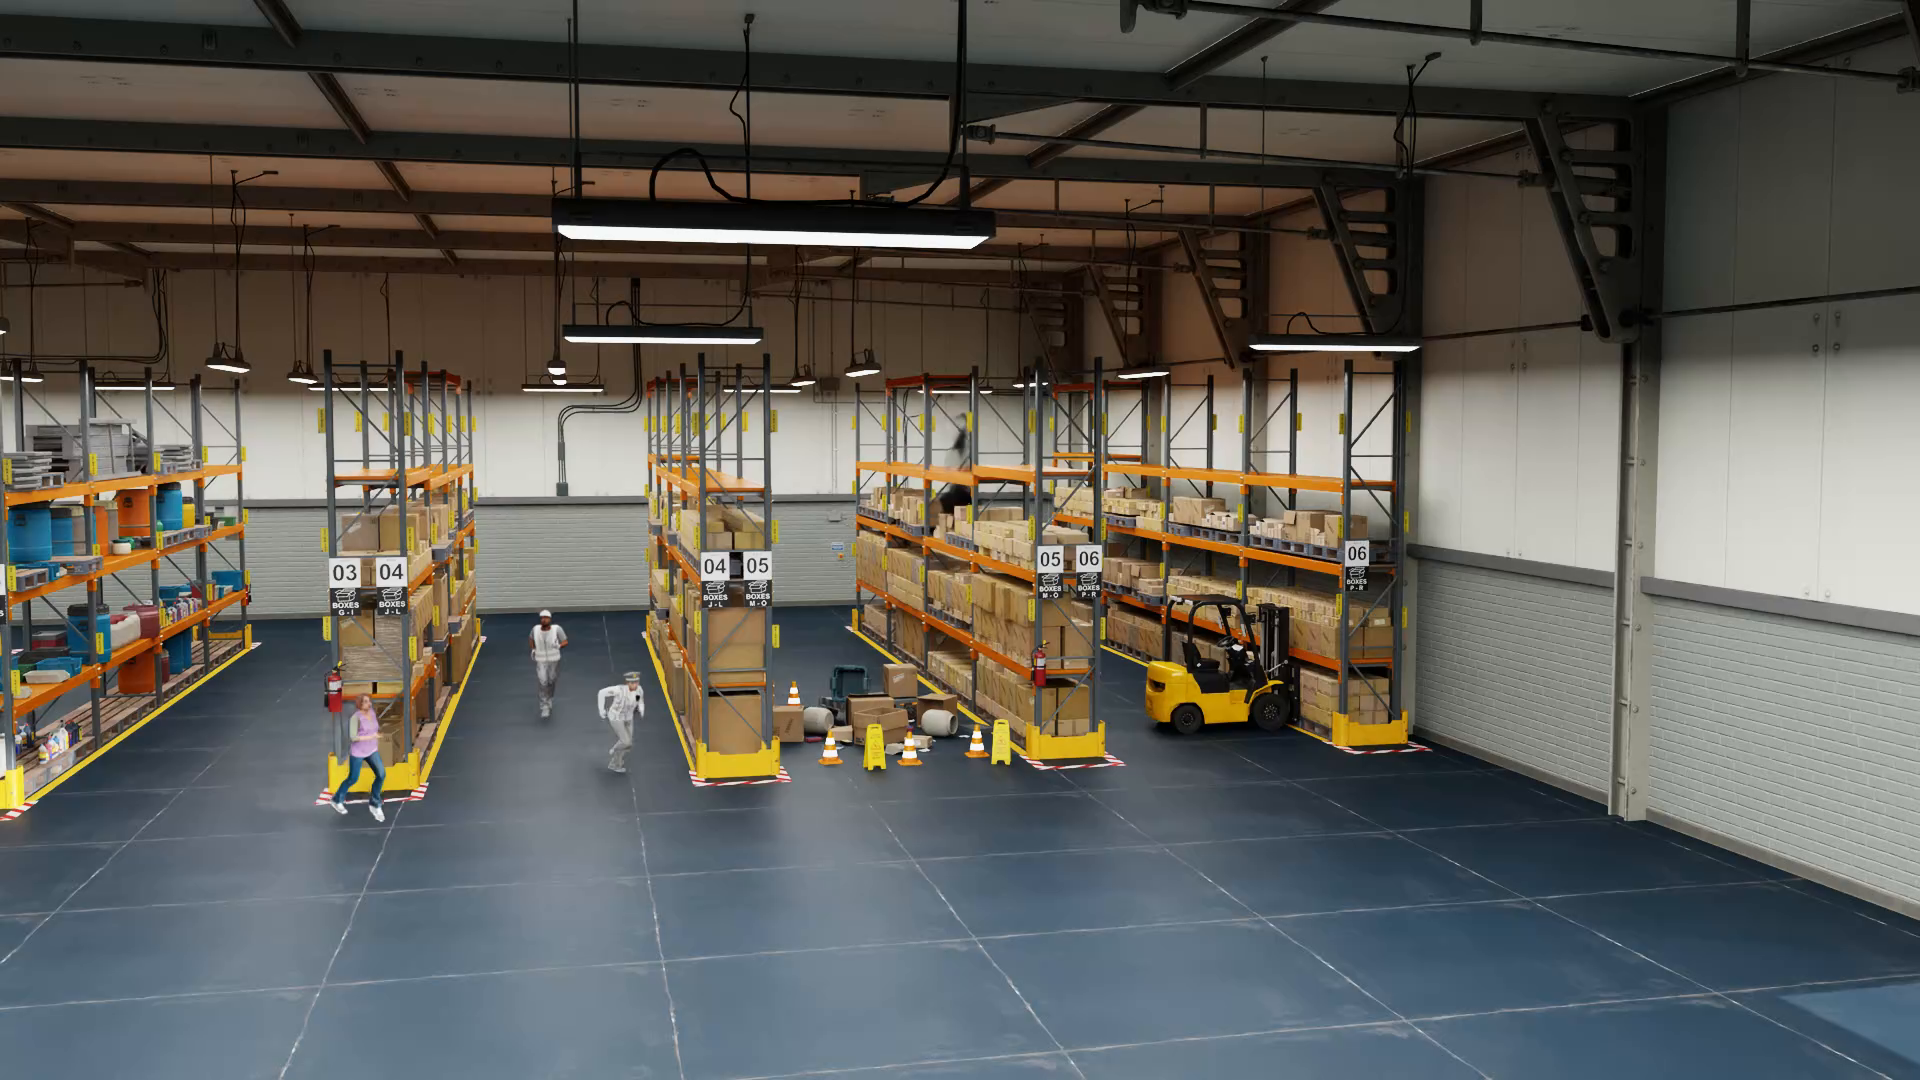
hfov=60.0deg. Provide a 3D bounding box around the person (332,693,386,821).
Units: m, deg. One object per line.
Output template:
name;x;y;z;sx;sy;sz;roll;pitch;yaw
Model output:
person;-7.577;2.749;21.082;0.841;1.613;0.548;2;5;29

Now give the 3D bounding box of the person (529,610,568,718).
person;-7.112;2.104;28.758;0.661;1.808;0.922;-1;4;-13

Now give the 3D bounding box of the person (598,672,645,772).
person;-4.824;2.609;23.719;0.645;1.493;0.819;-4;5;-42
